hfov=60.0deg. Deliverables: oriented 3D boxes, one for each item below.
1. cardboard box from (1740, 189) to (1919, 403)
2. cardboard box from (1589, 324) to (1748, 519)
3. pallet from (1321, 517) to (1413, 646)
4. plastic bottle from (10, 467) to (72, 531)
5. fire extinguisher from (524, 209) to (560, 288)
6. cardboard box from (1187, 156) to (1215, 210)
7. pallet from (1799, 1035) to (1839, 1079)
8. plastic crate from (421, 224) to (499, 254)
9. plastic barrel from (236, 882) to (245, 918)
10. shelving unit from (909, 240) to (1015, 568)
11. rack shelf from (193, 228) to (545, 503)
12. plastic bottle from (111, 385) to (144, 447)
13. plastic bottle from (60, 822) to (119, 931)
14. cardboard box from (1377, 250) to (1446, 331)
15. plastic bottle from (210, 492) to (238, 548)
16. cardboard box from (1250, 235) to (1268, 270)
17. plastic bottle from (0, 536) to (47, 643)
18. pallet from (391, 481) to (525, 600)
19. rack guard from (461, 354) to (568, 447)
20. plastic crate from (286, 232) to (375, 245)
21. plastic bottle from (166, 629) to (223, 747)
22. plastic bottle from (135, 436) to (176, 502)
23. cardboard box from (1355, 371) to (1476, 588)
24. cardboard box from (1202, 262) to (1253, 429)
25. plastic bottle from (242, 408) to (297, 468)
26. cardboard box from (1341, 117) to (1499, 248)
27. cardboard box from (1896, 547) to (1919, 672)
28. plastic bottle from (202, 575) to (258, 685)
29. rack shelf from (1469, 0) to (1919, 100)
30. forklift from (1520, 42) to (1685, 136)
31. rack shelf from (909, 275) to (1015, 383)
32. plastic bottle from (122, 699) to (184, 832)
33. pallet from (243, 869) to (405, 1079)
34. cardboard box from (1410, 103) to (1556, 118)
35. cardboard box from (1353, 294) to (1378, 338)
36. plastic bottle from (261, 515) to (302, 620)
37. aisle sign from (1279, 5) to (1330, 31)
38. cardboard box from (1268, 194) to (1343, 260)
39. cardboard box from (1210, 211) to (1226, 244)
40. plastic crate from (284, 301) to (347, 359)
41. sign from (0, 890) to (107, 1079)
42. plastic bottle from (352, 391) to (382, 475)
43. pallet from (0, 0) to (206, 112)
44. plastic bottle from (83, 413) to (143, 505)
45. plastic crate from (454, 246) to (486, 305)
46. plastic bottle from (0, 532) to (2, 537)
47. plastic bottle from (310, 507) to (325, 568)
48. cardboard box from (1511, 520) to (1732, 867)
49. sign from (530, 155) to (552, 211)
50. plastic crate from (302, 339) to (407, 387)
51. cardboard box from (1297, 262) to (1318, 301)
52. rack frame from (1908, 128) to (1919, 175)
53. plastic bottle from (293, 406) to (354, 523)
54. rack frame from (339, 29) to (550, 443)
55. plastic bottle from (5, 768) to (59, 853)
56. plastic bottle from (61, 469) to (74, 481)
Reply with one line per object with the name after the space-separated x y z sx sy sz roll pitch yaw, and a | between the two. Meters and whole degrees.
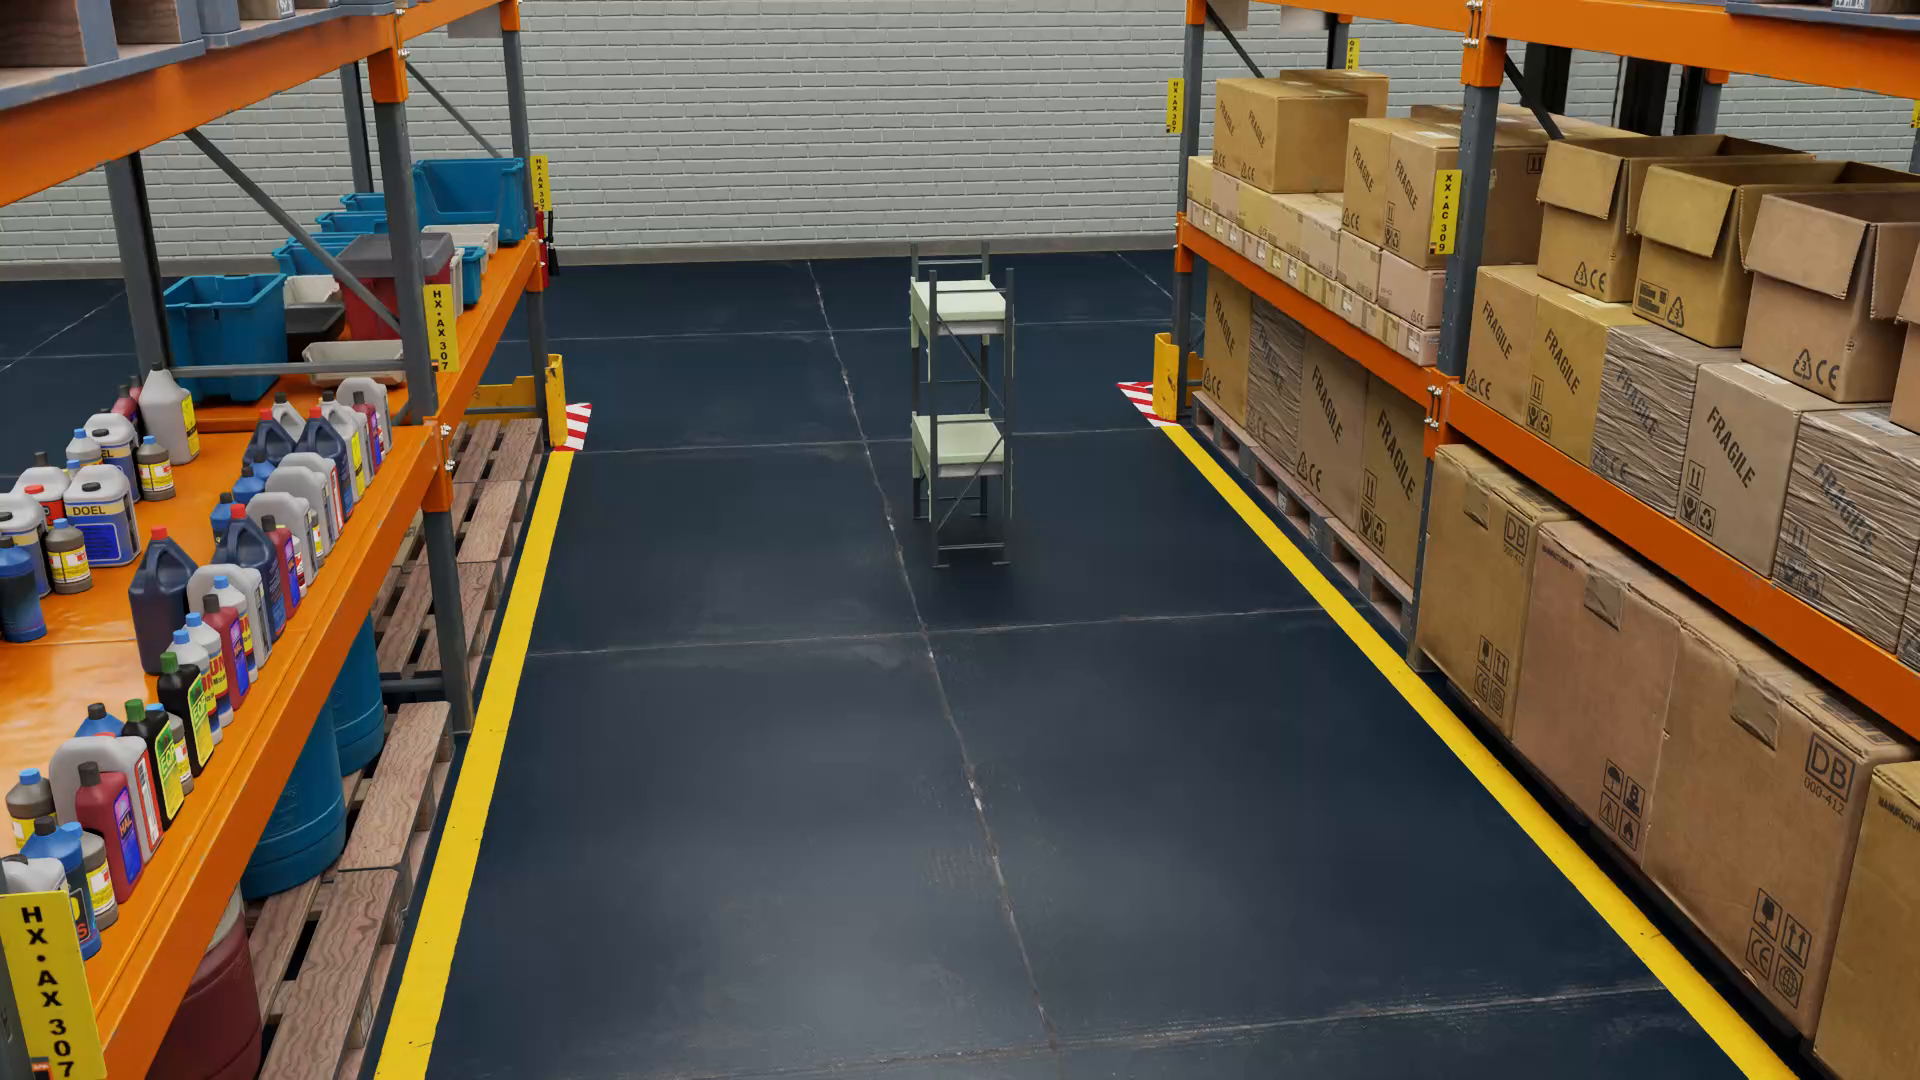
2.744 -0.714 4.763 0.797 0.503 0.637 -2 21 -6 | cardboard box
2.415 -0.398 5.351 0.500 0.500 0.500 -3 21 -9 | cardboard box
2.419 0.169 7.962 1.003 0.211 1.213 -3 21 -8 | pallet
-2.627 -0.062 4.773 0.152 0.276 0.135 -3 21 -8 | plastic bottle
-2.599 -1.870 10.078 0.296 0.674 0.183 -3 21 -8 | fire extinguisher
1.676 -2.144 9.960 0.500 0.250 0.500 -3 21 -9 | cardboard box
2.988 1.544 4.280 1.003 0.211 1.213 -3 21 -8 | pallet
-2.730 -1.637 9.102 0.396 0.136 0.243 -3 21 -8 | plastic crate
-2.294 0.983 4.753 0.421 0.512 0.421 0 20 0 | plastic barrel
0.001 -0.700 8.448 0.431 1.500 0.755 -3 21 -8 | shelving unit
-2.739 -0.976 8.070 1.077 0.370 4.000 -3 21 -8 | rack shelf
-2.801 -0.371 5.589 0.061 0.283 0.133 -3 21 -8 | plastic bottle
-1.620 0.616 3.063 0.097 0.201 0.097 0 20 0 | plastic bottle
2.127 -1.079 7.107 0.500 0.250 0.500 -3 21 -9 | cardboard box
-2.016 0.001 4.611 0.097 0.271 0.097 0 20 0 | plastic bottle
1.787 -1.553 8.946 0.380 0.149 0.250 -3 21 -8 | cardboard box
-2.433 0.122 4.287 0.097 0.271 0.097 0 20 0 | plastic bottle
-2.774 0.010 8.388 1.003 0.211 1.213 -3 21 -8 | pallet
-3.043 -0.842 10.256 1.175 0.500 0.348 -3 21 -8 | rack guard
-3.127 -1.397 8.323 0.416 0.233 0.300 -3 21 -8 | plastic crate
-1.725 0.331 3.727 0.097 0.271 0.097 0 20 0 | plastic bottle
-2.587 -0.234 5.339 0.097 0.201 0.097 0 20 0 | plastic bottle
2.435 -0.304 7.680 0.875 0.875 0.875 -3 21 -8 | cardboard box
2.046 -1.239 10.183 0.875 0.875 0.875 -3 21 -8 | cardboard box
-2.110 -0.224 5.100 0.144 0.351 0.185 -3 21 -8 | plastic bottle
2.052 -1.610 7.457 0.500 0.500 0.500 -3 21 -7 | cardboard box
2.645 0.137 3.920 0.500 0.500 0.500 -3 21 -8 | cardboard box
-1.772 0.217 4.031 0.097 0.271 0.097 0 20 0 | plastic bottle
2.739 -1.246 4.506 1.077 0.370 4.000 -3 21 -8 | rack shelf
4.241 -2.271 10.608 1.130 2.935 3.031 -3 21 -9 | forklift
0.001 -1.066 8.311 0.431 0.370 0.720 -3 21 -8 | rack shelf
-1.657 0.444 3.407 0.061 0.283 0.133 -3 21 -8 | plastic bottle
-2.201 1.378 4.724 1.003 0.211 1.213 -3 21 -8 | pallet
2.492 -1.820 8.020 0.500 0.500 0.500 -4 21 -9 | cardboard box
2.008 -1.020 7.518 0.380 0.149 0.250 -3 21 -9 | cardboard box
-1.817 0.060 4.435 0.061 0.283 0.133 -3 21 -8 | plastic bottle
2.161 -3.513 10.119 0.394 0.787 0.004 -3 21 -8 | aisle sign
1.907 -1.610 8.530 0.500 0.250 0.500 -3 21 -9 | cardboard box
1.674 -1.821 9.662 0.380 0.149 0.250 -3 21 -9 | cardboard box
-2.878 -0.894 7.129 0.437 0.125 0.590 -3 21 -8 | plastic crate
-1.330 0.658 2.434 0.100 0.325 0.005 -3 21 -8 | sign
-1.995 -0.368 5.581 0.061 0.283 0.133 -3 21 -8 | plastic bottle
-1.887 -0.822 2.613 1.003 0.211 1.213 -3 21 -8 | pallet
-2.708 -0.256 5.292 0.152 0.276 0.135 -3 21 -8 | plastic bottle
-2.477 -1.257 7.948 0.416 0.233 0.300 -3 21 -8 | plastic crate
-2.604 0.062 4.448 0.097 0.271 0.097 0 20 0 | plastic bottle
-1.885 -0.021 4.769 0.097 0.201 0.097 0 20 0 | plastic bottle
2.692 0.458 5.638 1.225 0.875 0.875 -4 21 -10 | cardboard box
-2.485 -2.115 9.859 0.100 0.325 0.005 -3 21 -8 | sign
-2.376 -0.693 6.577 0.396 0.136 0.243 -3 21 -8 | plastic crate
1.897 -1.287 8.233 0.380 0.149 0.250 -3 21 -9 | cardboard box
6.797 -2.470 11.043 1.000 3.000 0.127 -3 21 -8 | rack frame
-1.968 -0.232 5.120 0.144 0.351 0.185 -3 21 -8 | plastic bottle
-3.027 -2.005 9.798 1.000 3.000 0.127 -3 21 -8 | rack frame
-1.804 0.544 3.256 0.097 0.201 0.097 0 20 0 | plastic bottle
-2.690 -0.112 5.014 0.097 0.201 0.097 0 20 0 | plastic bottle
